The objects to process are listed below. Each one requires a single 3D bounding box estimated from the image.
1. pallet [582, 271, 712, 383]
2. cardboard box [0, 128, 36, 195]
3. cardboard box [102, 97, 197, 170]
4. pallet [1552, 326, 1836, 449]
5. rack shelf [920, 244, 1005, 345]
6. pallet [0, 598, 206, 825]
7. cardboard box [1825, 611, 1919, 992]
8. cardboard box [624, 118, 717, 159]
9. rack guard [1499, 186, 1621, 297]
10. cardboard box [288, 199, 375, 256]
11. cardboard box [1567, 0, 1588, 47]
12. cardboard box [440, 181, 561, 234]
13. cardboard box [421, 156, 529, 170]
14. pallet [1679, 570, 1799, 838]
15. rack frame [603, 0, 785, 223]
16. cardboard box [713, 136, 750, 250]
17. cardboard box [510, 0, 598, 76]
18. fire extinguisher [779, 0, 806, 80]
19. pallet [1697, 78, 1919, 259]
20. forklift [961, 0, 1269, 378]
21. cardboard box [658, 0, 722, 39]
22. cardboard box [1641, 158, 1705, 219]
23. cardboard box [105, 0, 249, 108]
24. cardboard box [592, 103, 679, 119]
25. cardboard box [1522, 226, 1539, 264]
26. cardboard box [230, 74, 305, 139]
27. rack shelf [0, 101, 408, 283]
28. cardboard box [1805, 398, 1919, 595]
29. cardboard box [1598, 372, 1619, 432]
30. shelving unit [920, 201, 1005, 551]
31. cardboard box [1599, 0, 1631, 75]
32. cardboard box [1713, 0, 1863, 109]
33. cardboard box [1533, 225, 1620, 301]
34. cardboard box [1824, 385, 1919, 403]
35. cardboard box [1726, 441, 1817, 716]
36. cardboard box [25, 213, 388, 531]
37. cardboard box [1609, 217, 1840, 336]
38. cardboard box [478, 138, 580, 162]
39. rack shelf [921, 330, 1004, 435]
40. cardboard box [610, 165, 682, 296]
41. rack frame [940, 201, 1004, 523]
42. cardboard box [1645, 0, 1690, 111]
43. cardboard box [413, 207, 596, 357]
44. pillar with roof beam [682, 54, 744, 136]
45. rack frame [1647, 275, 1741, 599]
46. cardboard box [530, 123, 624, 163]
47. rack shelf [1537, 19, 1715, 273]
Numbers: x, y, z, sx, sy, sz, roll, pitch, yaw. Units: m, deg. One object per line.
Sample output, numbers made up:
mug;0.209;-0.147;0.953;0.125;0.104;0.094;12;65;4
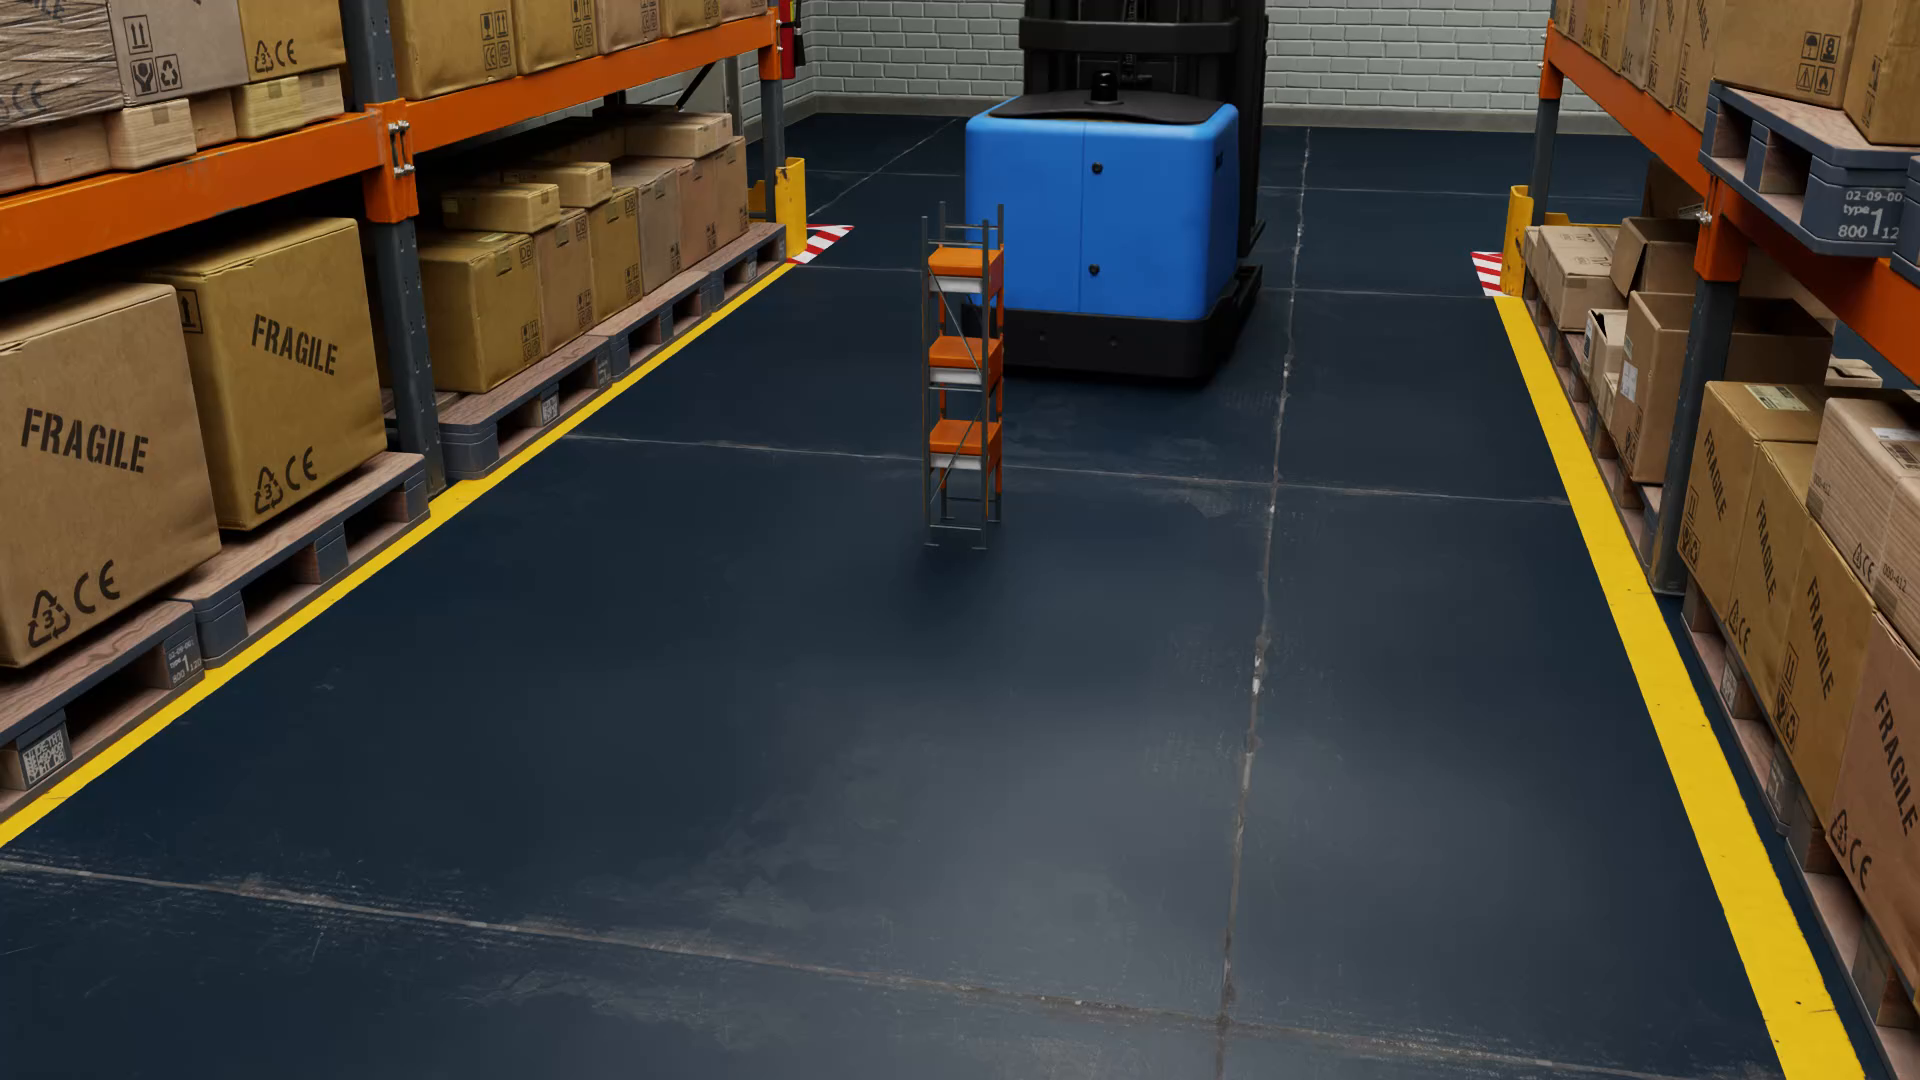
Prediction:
pallet;-1.809;-1.011;7.580;1.003;0.211;1.213;4;22;11
cardboard box;-2.382;-0.871;3.810;0.380;0.149;0.250;4;22;9
cardboard box;-2.201;-1.045;4.244;0.380;0.149;0.250;4;22;11
pallet;2.950;-0.613;6.594;1.003;0.211;1.213;4;22;11
rack shelf;0.011;-0.760;5.104;0.215;0.259;0.240;4;22;11
pallet;-2.618;0.445;3.967;1.003;0.211;1.213;4;22;11
cardboard box;1.914;0.469;2.932;0.500;0.500;0.500;4;22;9
cardboard box;-1.416;-1.965;8.134;0.380;0.149;0.250;5;22;12
rack guard;3.363;-1.484;8.369;1.175;0.500;0.348;4;22;11
cardboard box;-2.259;-1.148;6.105;0.380;0.149;0.250;4;22;11
cardboard box;2.930;-2.386;7.129;0.500;0.500;0.500;4;22;10
cardboard box;-1.786;-1.298;6.476;0.380;0.149;0.250;5;23;13
cardboard box;-2.048;-1.530;7.053;0.380;0.149;0.250;5;22;11
pallet;2.433;0.386;4.113;1.003;0.211;1.213;4;22;11
rack frame;-1.472;-3.047;8.905;1.000;3.000;0.127;4;22;11
cardboard box;-1.517;-1.819;8.639;0.700;0.500;0.500;4;22;11
cardboard box;-2.007;-2.187;6.368;0.980;0.700;0.700;4;22;10
fire extinguisher;-0.989;-2.858;9.039;0.296;0.674;0.183;4;22;11
pallet;2.292;-0.835;3.669;1.003;0.211;1.213;4;22;11
forklift;0.900;-2.542;7.743;1.130;2.935;3.031;6;23;15
cardboard box;-1.704;-2.732;7.721;0.980;0.700;0.700;4;22;10
cardboard box;3.509;-1.498;7.815;0.500;0.500;0.500;4;22;11
cardboard box;-2.230;-1.403;4.262;0.500;0.500;0.500;5;22;11
cardboard box;-1.687;-2.181;8.669;0.380;0.149;0.250;5;22;11
cardboard box;2.957;-1.426;8.106;0.380;0.149;0.250;4;22;11
cardboard box;-2.108;-1.238;4.721;0.380;0.149;0.250;5;22;12
rack shelf;-2.696;-0.519;3.591;1.077;0.370;4.000;4;22;11
cardboard box;2.021;-0.077;3.282;0.500;0.250;0.500;5;22;11
cardboard box;2.419;-0.462;5.712;0.380;0.149;0.250;4;22;11
shelving unit;0.011;-0.507;5.206;0.215;1.050;0.252;4;22;11
cardboard box;2.721;-2.020;6.221;0.500;0.500;0.500;5;22;12
cardboard box;2.247;-1.293;3.853;0.700;0.500;0.500;-3;22;-7
cardboard box;2.888;-1.240;7.508;0.500;0.250;0.500;4;22;11
cardboard box;2.860;-0.302;5.099;0.500;0.311;0.500;4;22;11
cardboard box;2.127;0.102;3.843;0.500;0.500;0.500;5;22;12
cardboard box;-2.293;-0.534;4.981;0.750;0.750;0.750;5;22;12
cardboard box;2.941;-0.942;6.429;0.797;0.503;0.637;4;22;11
cardboard box;-1.944;-1.717;7.517;0.380;0.149;0.250;5;22;11
rack shelf;0.011;-0.497;5.210;0.215;0.259;0.240;4;22;11
cardboard box;-1.721;-1.452;7.728;0.700;0.500;0.500;4;22;9
rack frame;0.036;-0.551;5.317;0.200;1.050;0.008;4;22;11
cardboard box;2.517;-1.646;5.290;0.500;0.500;0.500;5;22;12
cardboard box;-1.929;-1.069;6.776;0.700;0.500;0.500;4;22;10
pillar with roof beam;2.447;-6.555;9.585;9.100;9.000;0.400;4;22;11
rack frame;2.562;-1.208;4.338;1.000;3.000;0.127;4;22;11
cardboard box;-1.841;-1.904;7.982;0.380;0.149;0.250;5;22;11
rack shelf;2.970;-1.606;6.289;1.077;0.370;4.000;4;22;11
